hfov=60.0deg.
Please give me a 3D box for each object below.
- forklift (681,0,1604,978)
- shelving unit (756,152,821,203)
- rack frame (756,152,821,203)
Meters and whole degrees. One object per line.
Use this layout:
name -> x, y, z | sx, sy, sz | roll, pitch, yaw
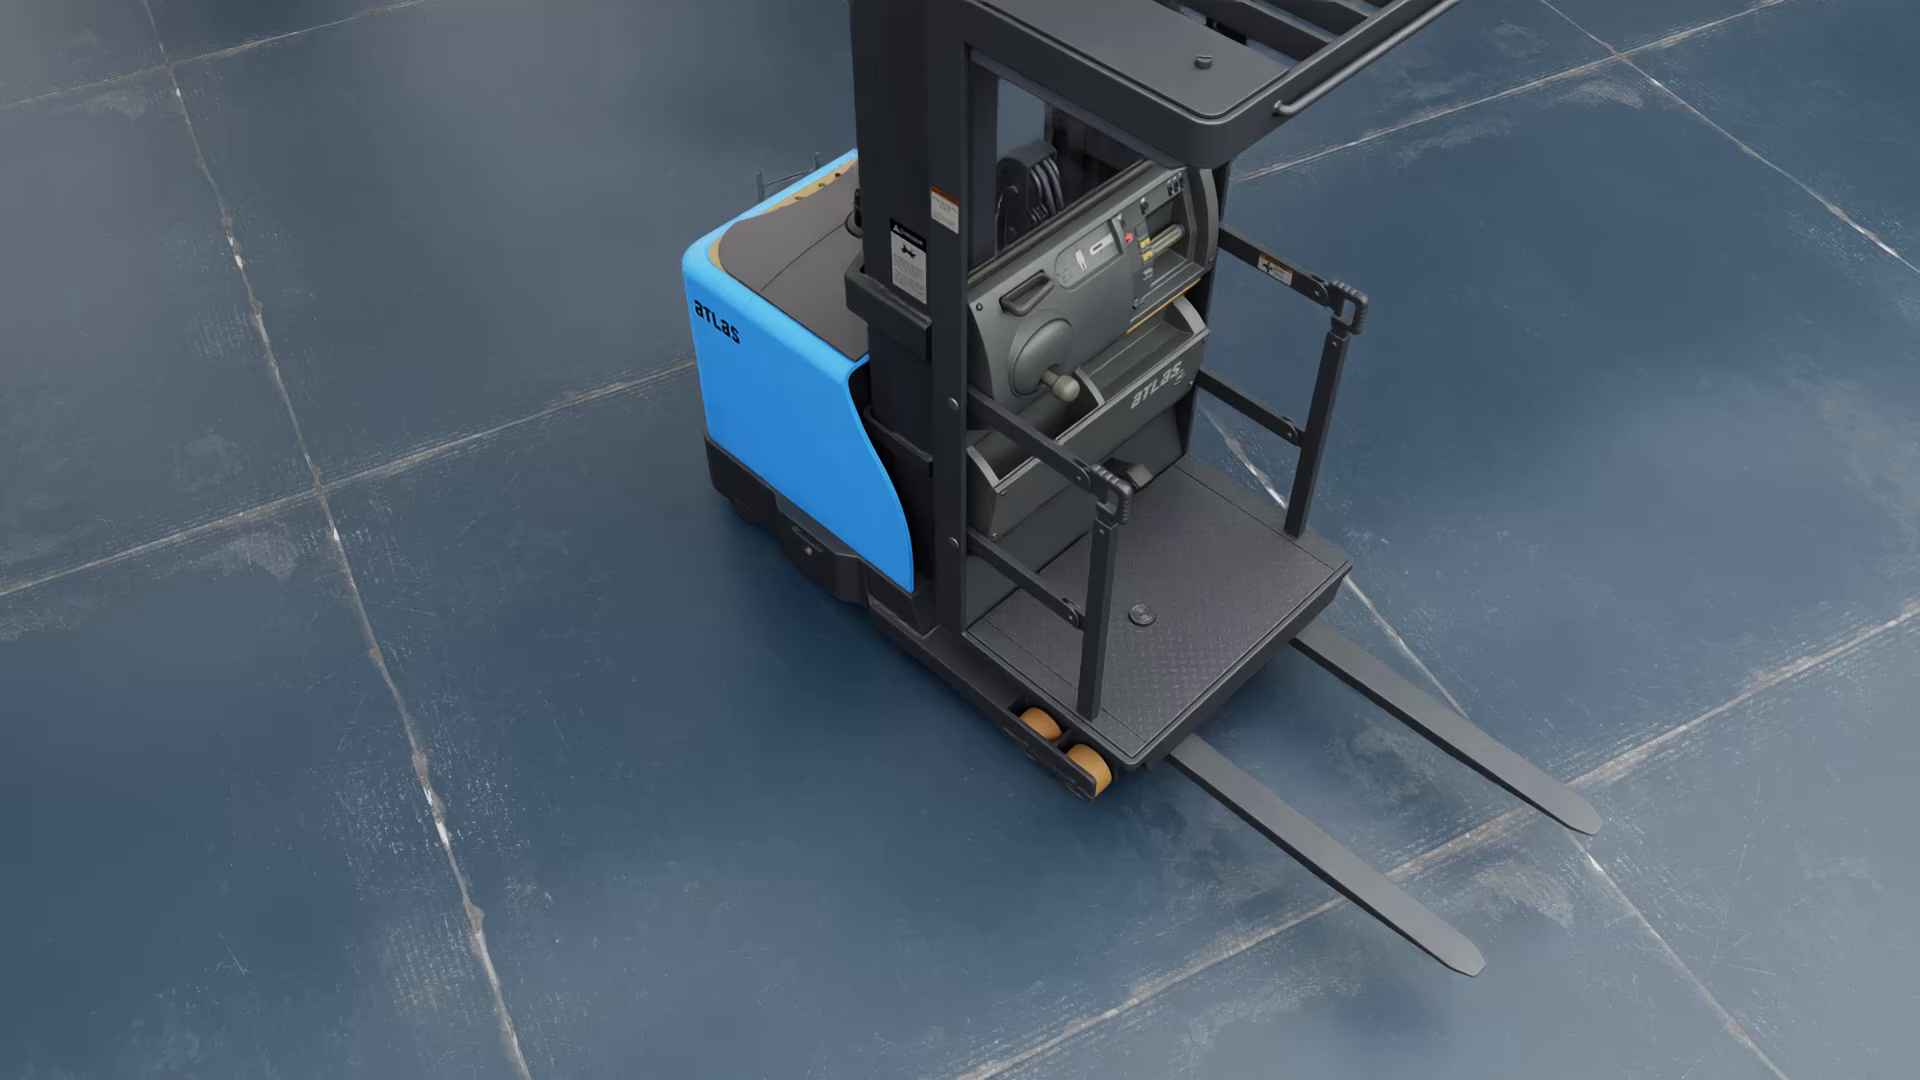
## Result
forklift -> 0.527, -0.628, 4.352 | 3.031, 2.935, 1.130 | 36, 58, 27
shelving unit -> -0.533, -0.927, 5.961 | 0.258, 0.900, 0.210 | -24, 53, -19
rack frame -> -0.584, -0.993, 6.019 | 0.240, 0.900, 0.006 | -24, 53, -19
